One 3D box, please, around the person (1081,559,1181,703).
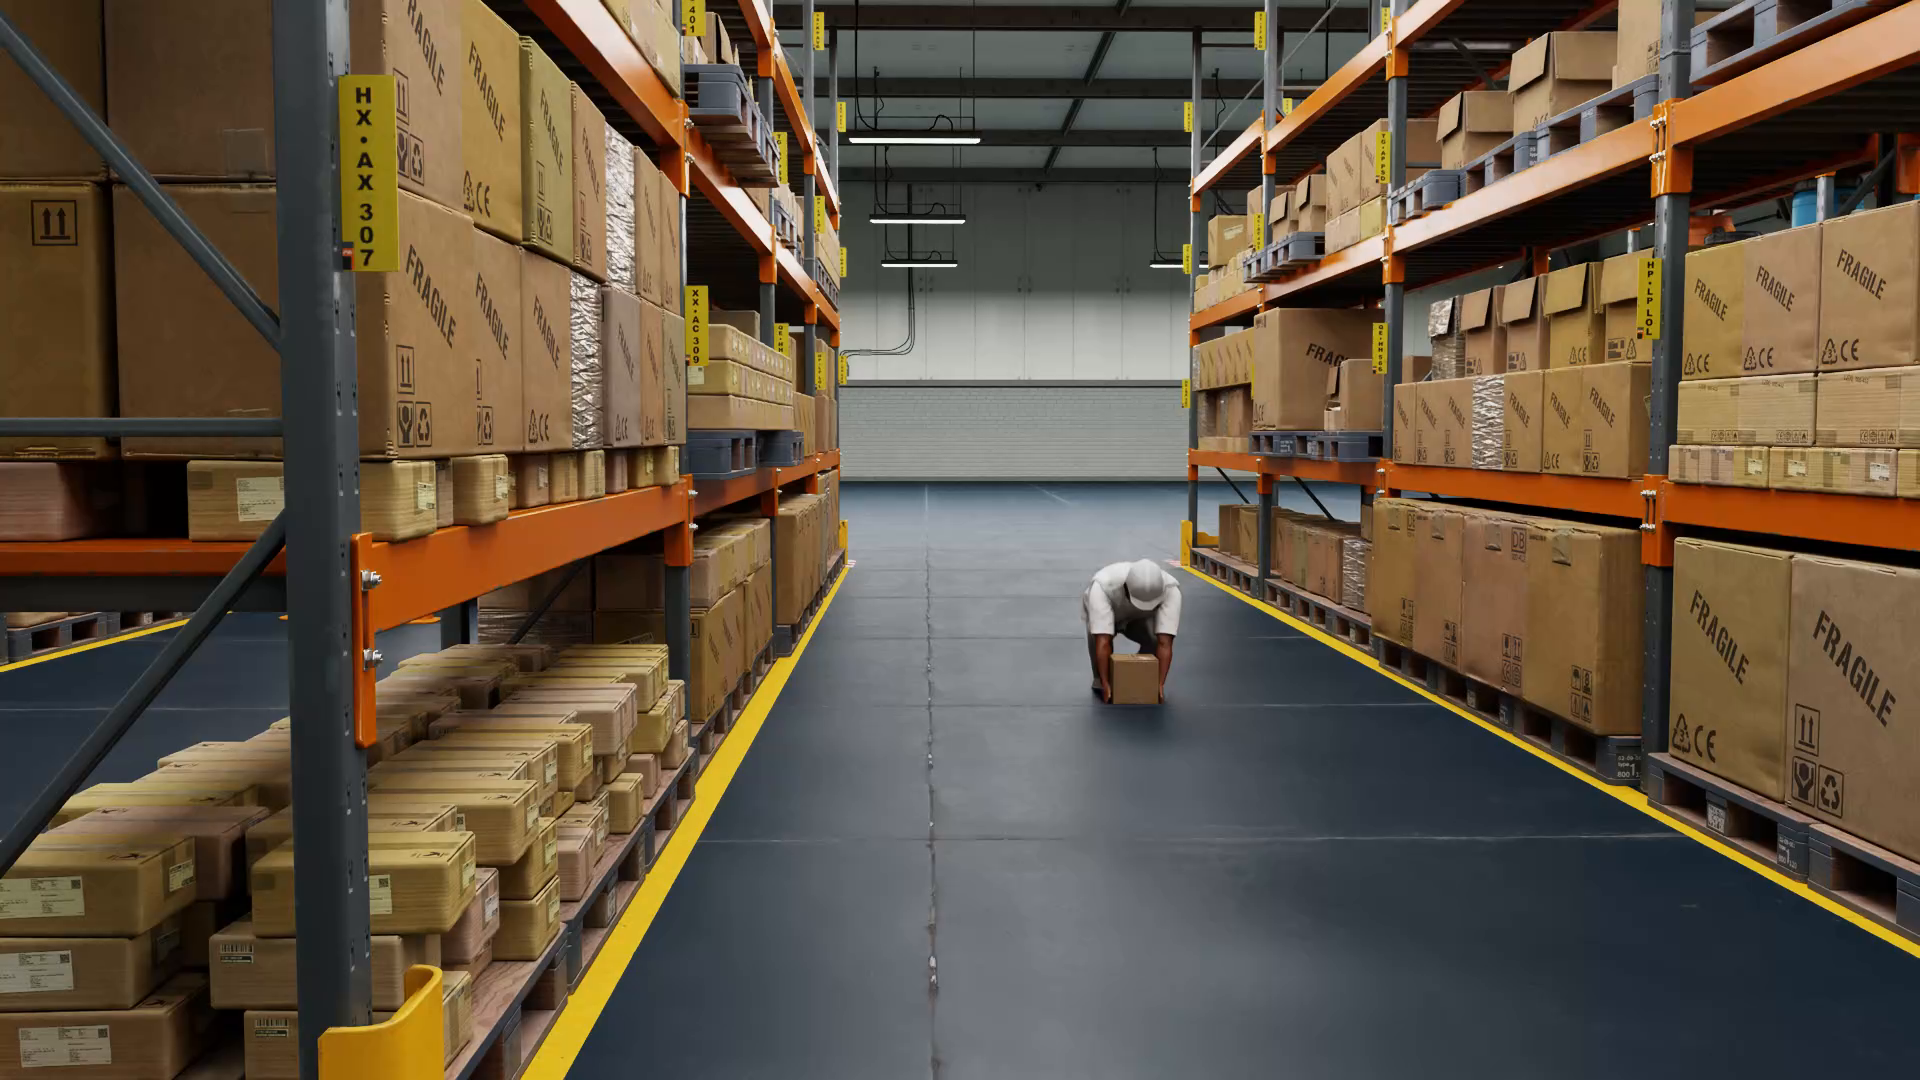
[{"bbox_3d":[0.988,0.524,9.572,0.534,0.887,0.934,0,4,-2],"label":"person"}]
